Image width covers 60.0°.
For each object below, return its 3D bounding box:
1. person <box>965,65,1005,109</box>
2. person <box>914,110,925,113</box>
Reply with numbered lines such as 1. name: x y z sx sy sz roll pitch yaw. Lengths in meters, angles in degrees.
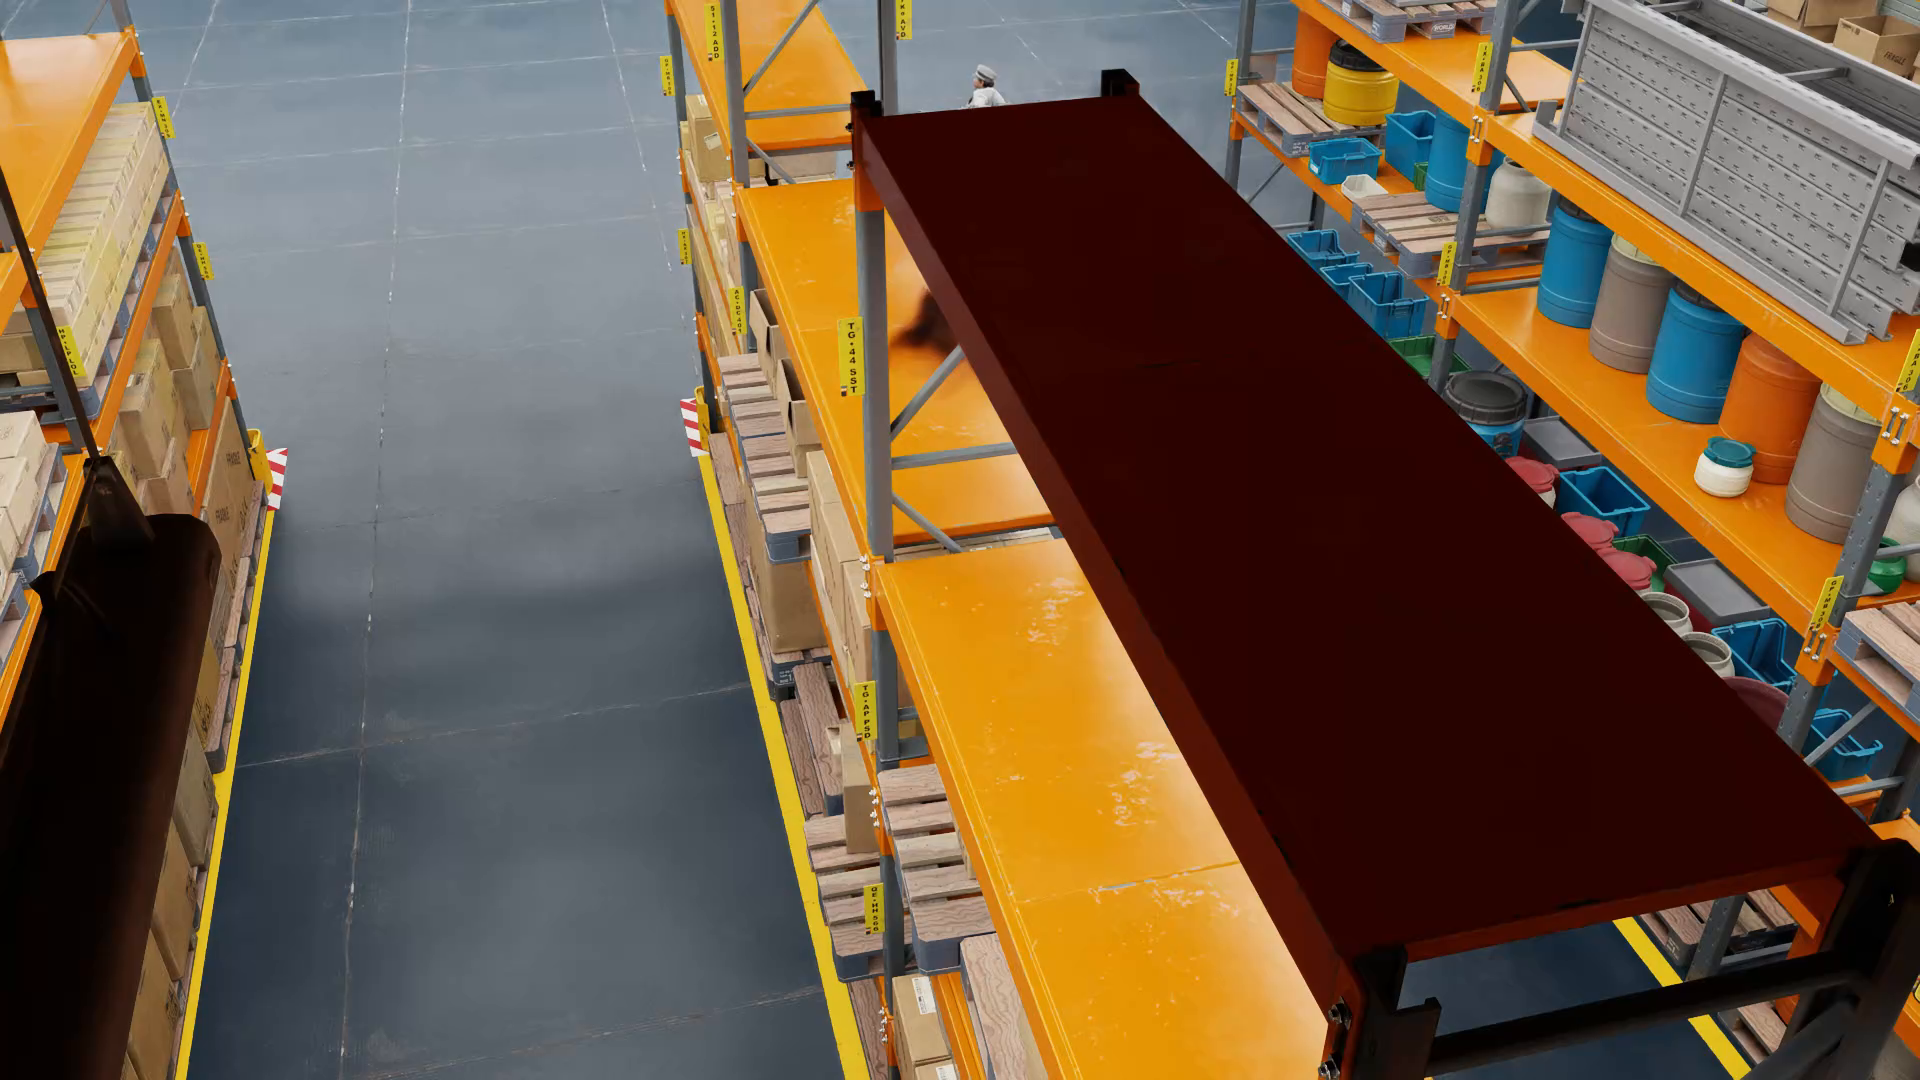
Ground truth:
1. person: 0.251 -4.743 19.495 0.910 1.672 0.618 7 35 11
2. person: -0.444 -3.777 18.037 0.917 1.804 0.668 10 36 14
